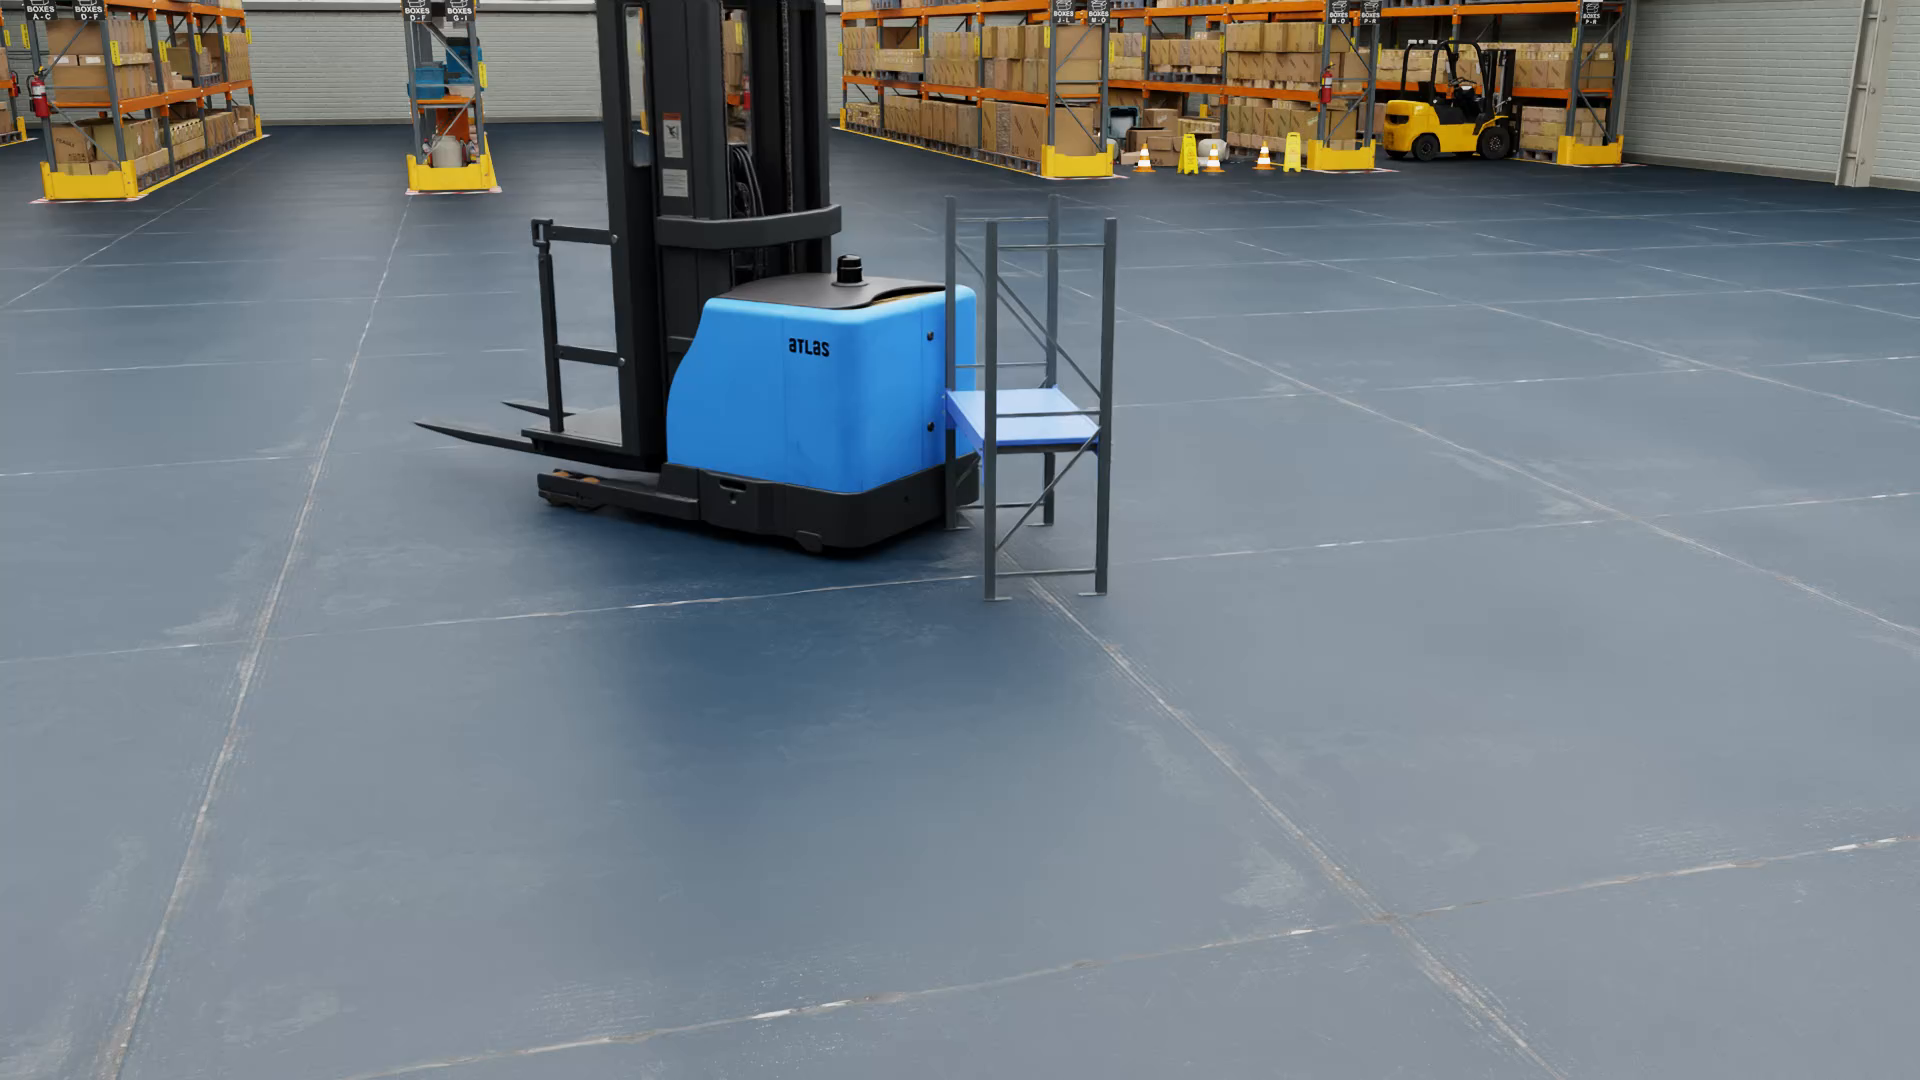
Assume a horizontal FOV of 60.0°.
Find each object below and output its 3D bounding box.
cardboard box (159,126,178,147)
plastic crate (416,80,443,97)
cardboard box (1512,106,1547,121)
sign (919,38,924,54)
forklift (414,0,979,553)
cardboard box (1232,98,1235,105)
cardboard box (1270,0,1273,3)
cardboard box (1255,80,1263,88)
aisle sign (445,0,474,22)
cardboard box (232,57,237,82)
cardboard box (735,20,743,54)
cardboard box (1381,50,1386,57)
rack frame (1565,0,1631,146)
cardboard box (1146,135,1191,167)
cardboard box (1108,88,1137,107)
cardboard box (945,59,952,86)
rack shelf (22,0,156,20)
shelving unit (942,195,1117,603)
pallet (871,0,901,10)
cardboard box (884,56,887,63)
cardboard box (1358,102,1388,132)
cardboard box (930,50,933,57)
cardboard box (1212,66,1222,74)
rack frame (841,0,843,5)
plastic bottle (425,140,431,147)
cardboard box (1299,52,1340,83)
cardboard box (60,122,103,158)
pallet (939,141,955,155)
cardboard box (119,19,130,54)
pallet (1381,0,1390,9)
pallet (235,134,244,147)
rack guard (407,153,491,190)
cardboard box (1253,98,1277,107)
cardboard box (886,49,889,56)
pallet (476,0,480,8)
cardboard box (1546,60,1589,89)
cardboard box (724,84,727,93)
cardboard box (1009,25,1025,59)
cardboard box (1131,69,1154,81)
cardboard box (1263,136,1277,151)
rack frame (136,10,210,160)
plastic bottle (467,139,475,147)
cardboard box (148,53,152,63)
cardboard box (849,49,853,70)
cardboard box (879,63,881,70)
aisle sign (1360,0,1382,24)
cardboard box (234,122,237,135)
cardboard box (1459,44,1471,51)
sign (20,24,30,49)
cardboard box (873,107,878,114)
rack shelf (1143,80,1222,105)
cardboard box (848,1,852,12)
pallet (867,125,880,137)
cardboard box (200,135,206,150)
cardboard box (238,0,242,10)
[{"bbox_3d":[-13.364,-6.730,27.716,0.500,0.311,0.500,-5,17,-15],"label":"cardboard box"},{"bbox_3d":[-8.225,-6.951,25.635,0.499,0.251,0.408,-5,17,-15],"label":"plastic crate"},{"bbox_3d":[10.715,-8.041,31.318,0.500,0.250,0.500,-4,17,-15],"label":"cardboard box"},{"bbox_3d":[-0.785,-10.167,34.209,0.100,0.325,0.005,-5,17,-15],"label":"sign"},{"bbox_3d":[-1.424,-1.652,7.855,3.031,2.935,1.130,11,20,32],"label":"forklift"},{"bbox_3d":[7.362,-11.155,42.988,0.500,0.500,0.500,-4,17,-14],"label":"cardboard box"},{"bbox_3d":[5.838,-9.792,30.058,0.380,0.149,0.250,-5,17,-15],"label":"cardboard box"},{"bbox_3d":[5.685,-8.421,30.709,0.380,0.149,0.250,-5,17,-15],"label":"cardboard box"},{"bbox_3d":[-7.325,-7.975,24.269,0.394,0.787,0.004,-5,17,-15],"label":"aisle sign"},{"bbox_3d":[-15.710,-10.007,35.380,0.500,0.500,0.500,-4,17,-14],"label":"cardboard box"},{"bbox_3d":[-3.253,-7.920,26.176,0.500,0.500,0.500,-5,17,-15],"label":"cardboard box"},{"bbox_3d":[9.295,-10.541,36.030,0.380,0.149,0.250,-4,17,-15],"label":"cardboard box"},{"bbox_3d":[11.436,-8.295,29.854,1.000,3.000,0.127,-5,17,-15],"label":"rack frame"},{"bbox_3d":[3.747,-6.992,29.855,0.637,0.503,0.797,11,20,32],"label":"cardboard box"},{"bbox_3d":[3.869,-9.990,38.460,0.875,0.875,0.875,-4,17,-14],"label":"cardboard box"},{"bbox_3d":[0.013,-9.180,32.625,0.500,0.500,0.500,-5,17,-16],"label":"cardboard box"},{"bbox_3d":[-12.940,-7.982,24.846,1.077,0.370,4.000,-5,17,-15],"label":"rack shelf"},{"bbox_3d":[0.263,-0.629,6.940,0.538,1.500,1.048,-3,17,-9],"label":"shelving unit"},{"bbox_3d":[-1.298,-11.969,37.198,1.213,0.211,1.003,-5,17,-15],"label":"pallet"},{"bbox_3d":[-1.483,-10.665,36.933,0.380,0.149,0.250,-5,18,-18],"label":"cardboard box"},{"bbox_3d":[9.395,-9.399,36.924,0.875,0.625,0.625,-4,17,-13],"label":"cardboard box"},{"bbox_3d":[-0.419,-10.420,35.600,0.380,0.149,0.250,-5,18,-18],"label":"cardboard box"},{"bbox_3d":[5.158,-9.210,32.605,0.380,0.149,0.250,-4,17,-14],"label":"cardboard box"},{"bbox_3d":[-2.465,-14.782,41.019,1.000,3.000,0.127,-5,17,-15],"label":"rack frame"},{"bbox_3d":[-8.851,-6.467,27.607,0.144,0.351,0.185,-5,18,-18],"label":"plastic bottle"},{"bbox_3d":[6.250,-8.221,28.914,0.500,0.500,0.500,-5,17,-16],"label":"cardboard box"},{"bbox_3d":[-13.113,-5.980,24.892,0.500,0.500,0.500,-5,17,-15],"label":"cardboard box"},{"bbox_3d":[0.210,-7.799,33.049,1.003,0.211,1.213,-5,17,-15],"label":"pallet"},{"bbox_3d":[-12.948,-7.573,25.021,0.700,0.500,0.500,-5,17,-15],"label":"cardboard box"},{"bbox_3d":[9.510,-11.674,36.215,1.213,0.211,1.003,-4,17,-13],"label":"pallet"},{"bbox_3d":[-15.876,-8.510,35.416,1.003,0.211,1.213,-5,17,-15],"label":"pallet"},{"bbox_3d":[-7.693,-5.547,25.050,1.175,0.500,0.348,-5,17,-15],"label":"rack guard"},{"bbox_3d":[5.664,-8.122,30.896,0.380,0.149,0.250,-4,17,-12],"label":"cardboard box"},{"bbox_3d":[-1.412,-10.735,36.647,0.380,0.149,0.250,-5,17,-16],"label":"cardboard box"},{"bbox_3d":[-10.615,-11.183,34.582,1.213,0.211,1.003,-5,17,-15],"label":"pallet"},{"bbox_3d":[11.048,-8.459,30.224,0.500,0.500,0.500,-5,17,-16],"label":"cardboard box"},{"bbox_3d":[-3.769,-7.607,28.001,0.380,0.149,0.250,-5,17,-15],"label":"cardboard box"},{"bbox_3d":[1.334,-8.624,28.811,0.875,0.550,0.500,-5,17,-15],"label":"cardboard box"},{"bbox_3d":[4.077,-10.162,36.330,0.500,0.250,0.500,-5,18,-17],"label":"cardboard box"},{"bbox_3d":[5.899,-7.277,30.513,0.500,0.250,0.500,-5,18,-17],"label":"cardboard box"},{"bbox_3d":[-14.589,-8.549,30.699,1.000,3.000,0.127,-5,17,-15],"label":"rack frame"},{"bbox_3d":[-8.130,-6.478,27.642,0.144,0.351,0.185,-5,17,-16],"label":"plastic bottle"},{"bbox_3d":[-13.209,-7.743,26.714,0.380,0.149,0.250,-5,17,-15],"label":"cardboard box"},{"bbox_3d":[-2.435,-11.807,40.853,0.500,0.500,0.500,-5,17,-15],"label":"cardboard box"},{"bbox_3d":[-1.618,-10.661,37.437,0.380,0.149,0.250,-4,17,-14],"label":"cardboard box"},{"bbox_3d":[6.979,-9.154,28.195,0.394,0.787,0.004,-5,17,-15],"label":"aisle sign"},{"bbox_3d":[-15.595,-8.712,35.149,0.500,0.311,0.500,-5,17,-15],"label":"cardboard box"},{"bbox_3d":[10.139,-9.791,33.015,0.380,0.149,0.250,-4,17,-14],"label":"cardboard box"},{"bbox_3d":[-12.916,-6.965,23.001,0.100,0.325,0.005,-5,17,-15],"label":"sign"},{"bbox_3d":[-1.822,-10.068,38.947,0.380,0.149,0.250,-4,17,-15],"label":"cardboard box"},{"bbox_3d":[5.015,-9.217,34.173,1.077,0.370,4.000,-5,17,-15],"label":"rack shelf"},{"bbox_3d":[-2.447,-12.983,40.505,0.500,0.250,0.500,-4,17,-13],"label":"cardboard box"},{"bbox_3d":[-1.584,-9.649,39.209,1.003,0.211,1.213,-5,17,-15],"label":"pallet"},{"bbox_3d":[-14.210,-7.307,30.614,0.500,0.250,0.500,-4,17,-14],"label":"cardboard box"},{"bbox_3d":[-16.393,-12.006,37.252,0.500,0.250,0.500,-5,17,-15],"label":"cardboard box"}]
